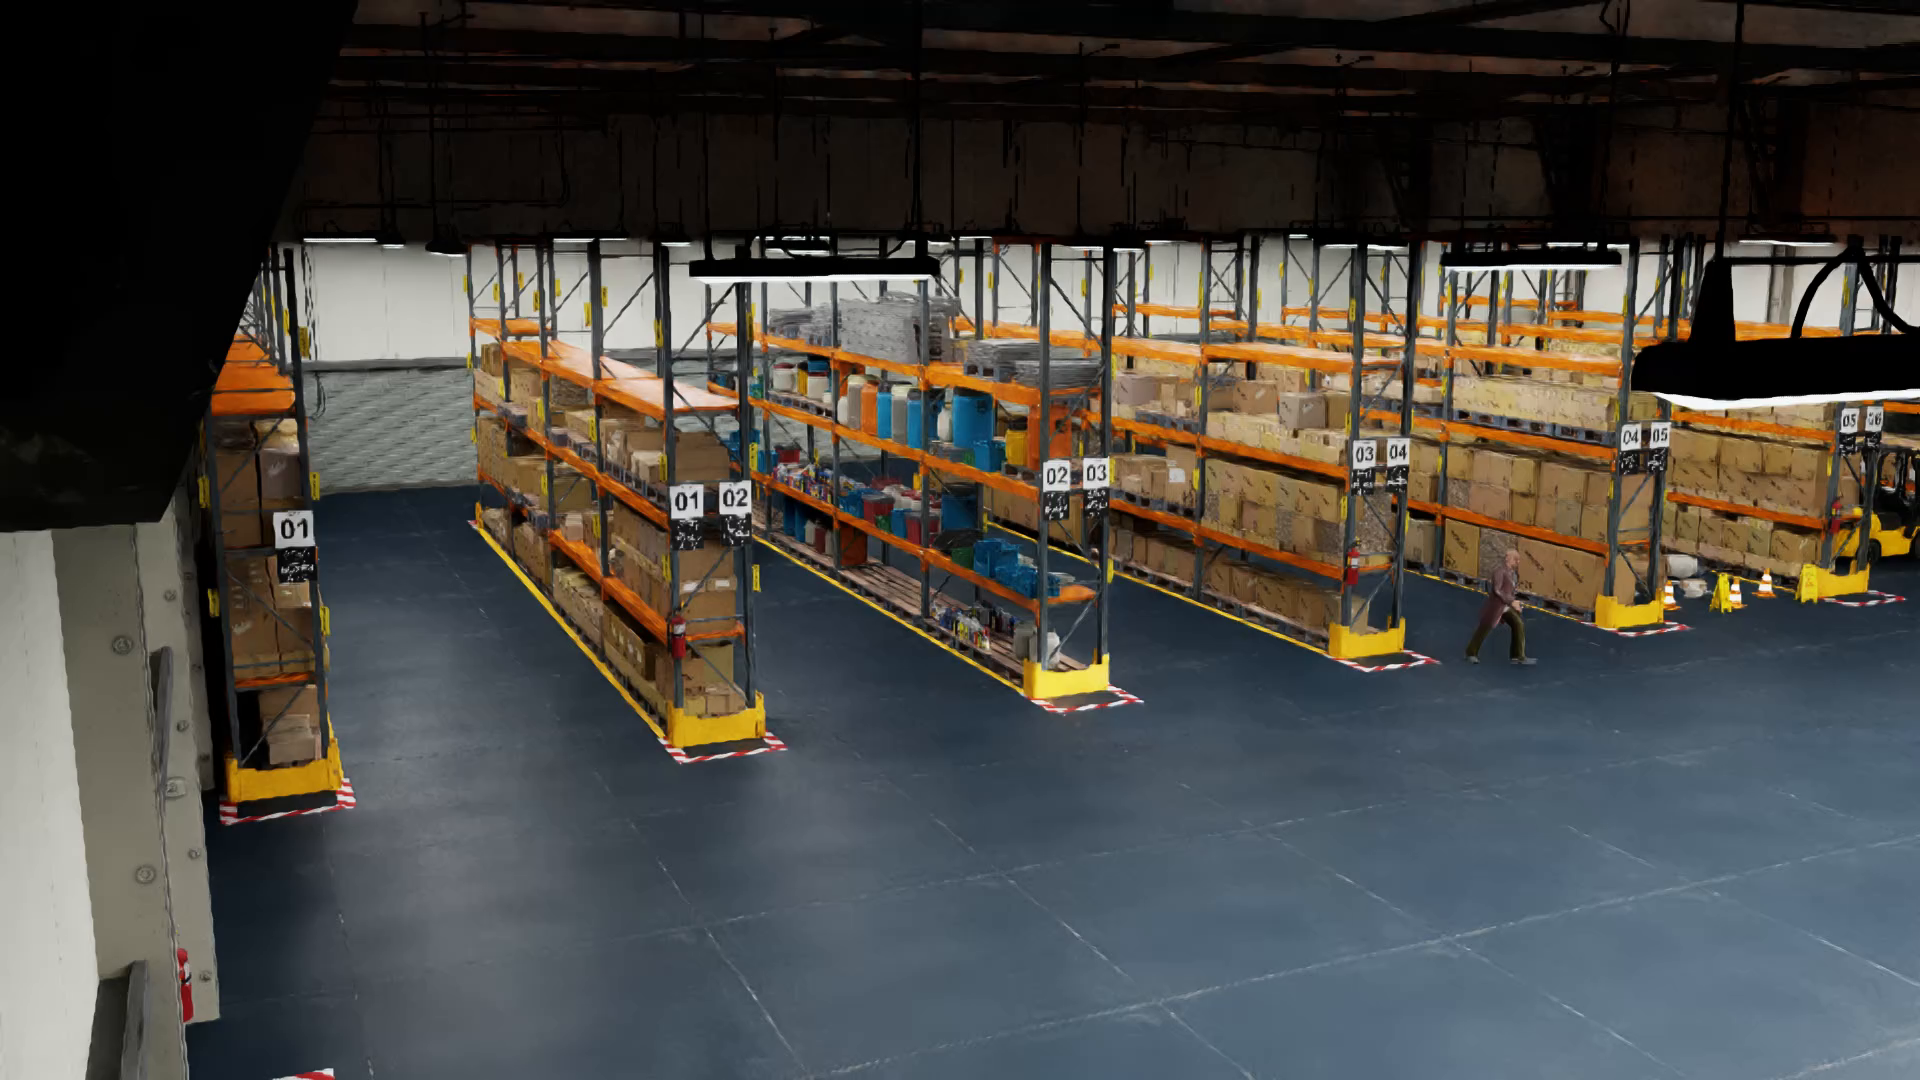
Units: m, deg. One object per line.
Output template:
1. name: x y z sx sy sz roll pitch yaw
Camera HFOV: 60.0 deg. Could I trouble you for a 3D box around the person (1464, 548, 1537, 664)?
1. person: 7.703 0.940 23.731 0.735 1.715 0.895 -9 14 -39
